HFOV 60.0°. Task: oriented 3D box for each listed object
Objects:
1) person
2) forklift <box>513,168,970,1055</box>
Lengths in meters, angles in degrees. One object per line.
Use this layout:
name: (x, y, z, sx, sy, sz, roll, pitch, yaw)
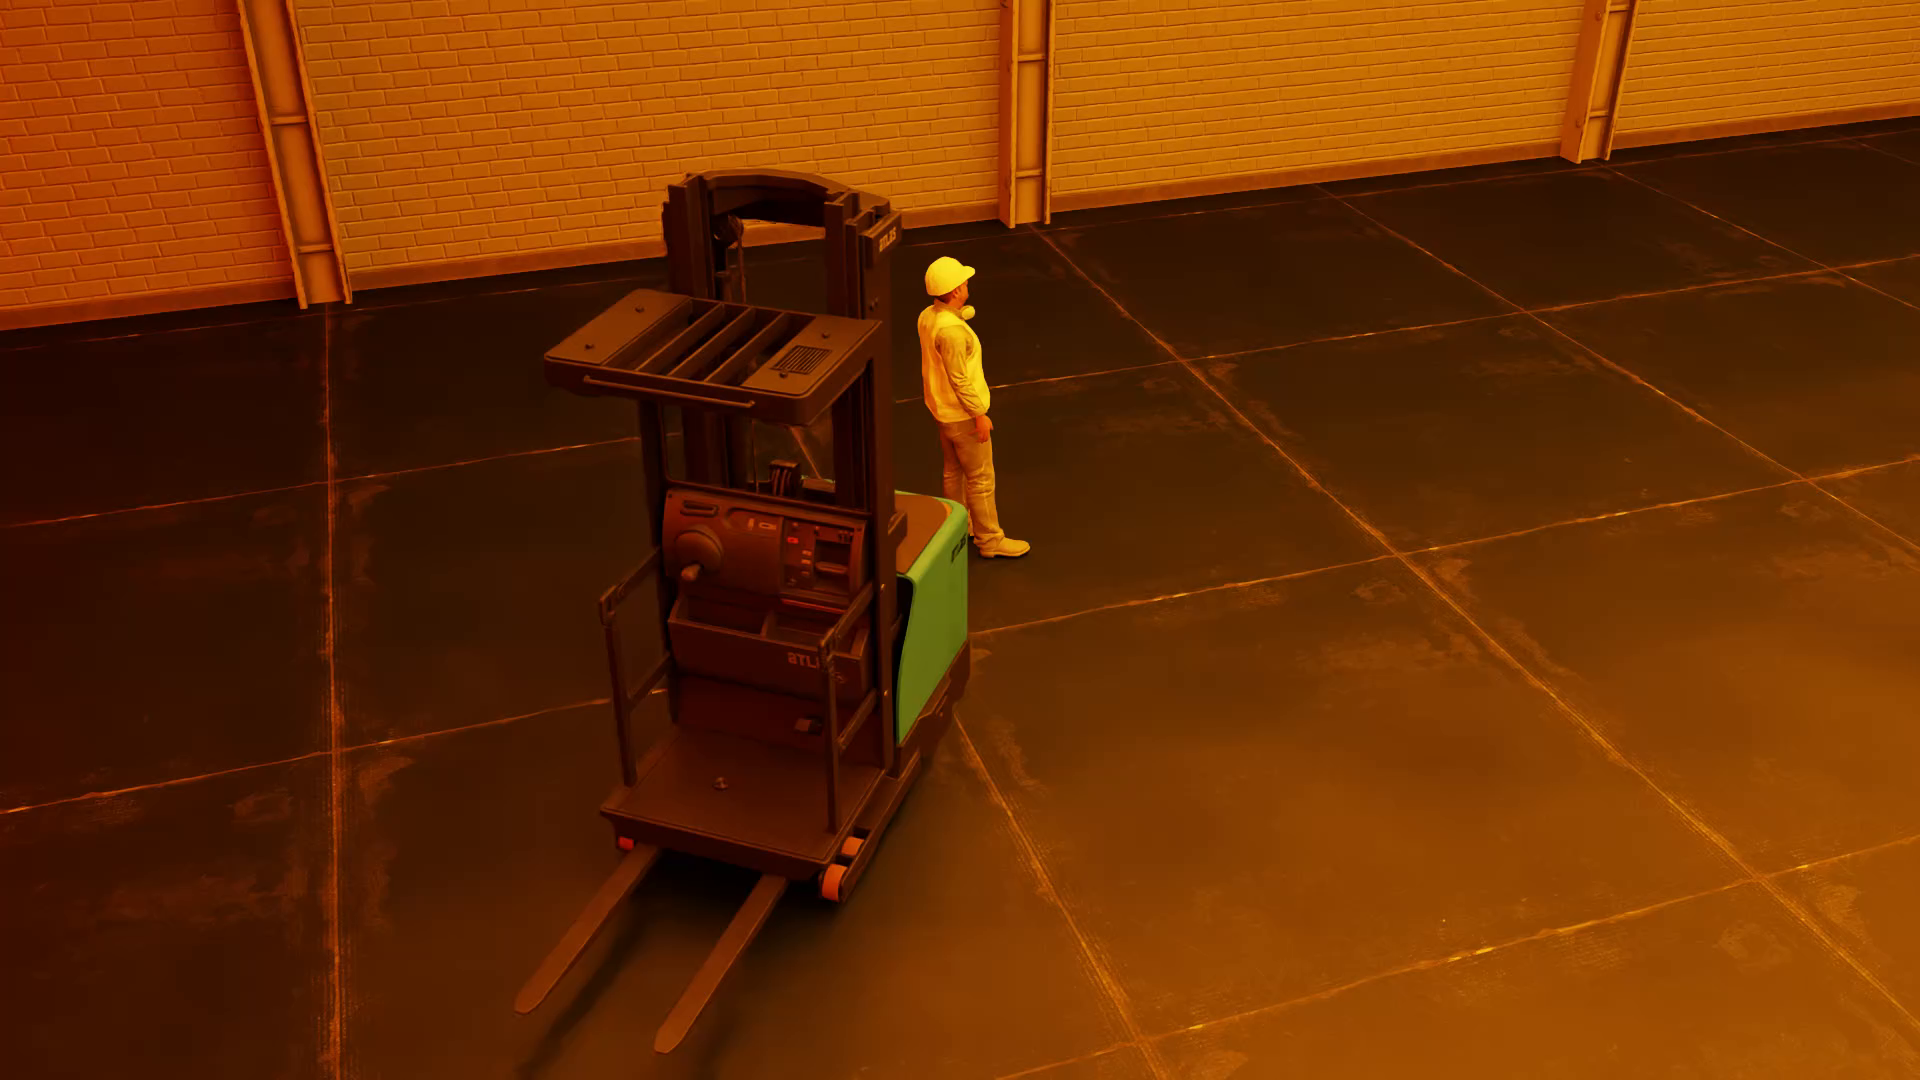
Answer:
person: (0.062, -0.782, 9.591, 0.566, 1.775, 0.634, -10, 31, -16)
forklift: (-0.914, 0.083, 6.943, 1.130, 2.935, 3.031, 10, 31, 17)
